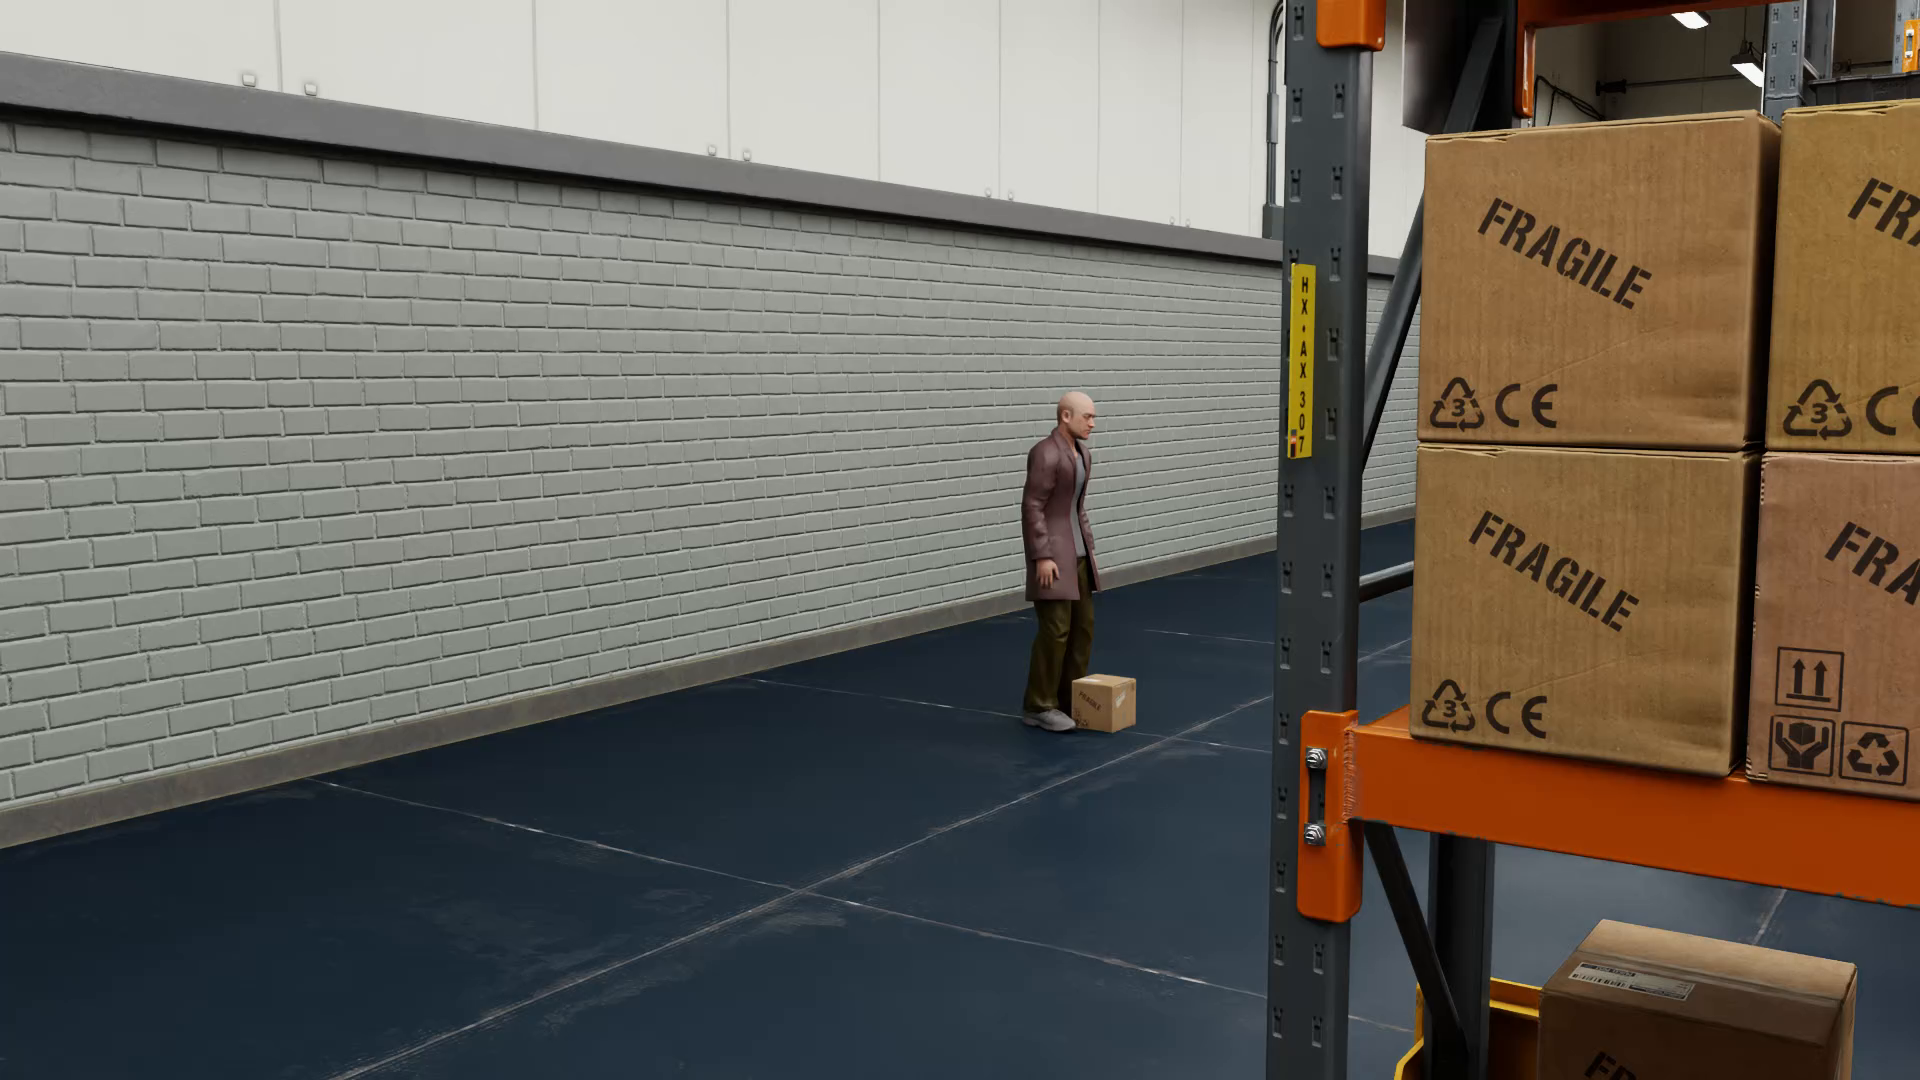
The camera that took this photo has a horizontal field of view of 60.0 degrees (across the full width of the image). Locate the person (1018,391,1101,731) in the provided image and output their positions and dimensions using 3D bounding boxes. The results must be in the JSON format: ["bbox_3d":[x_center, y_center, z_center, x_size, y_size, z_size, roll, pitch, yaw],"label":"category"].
[{"bbox_3d":[0.551,0.096,8.877,0.428,1.773,0.641,4,7,33],"label":"person"}]
